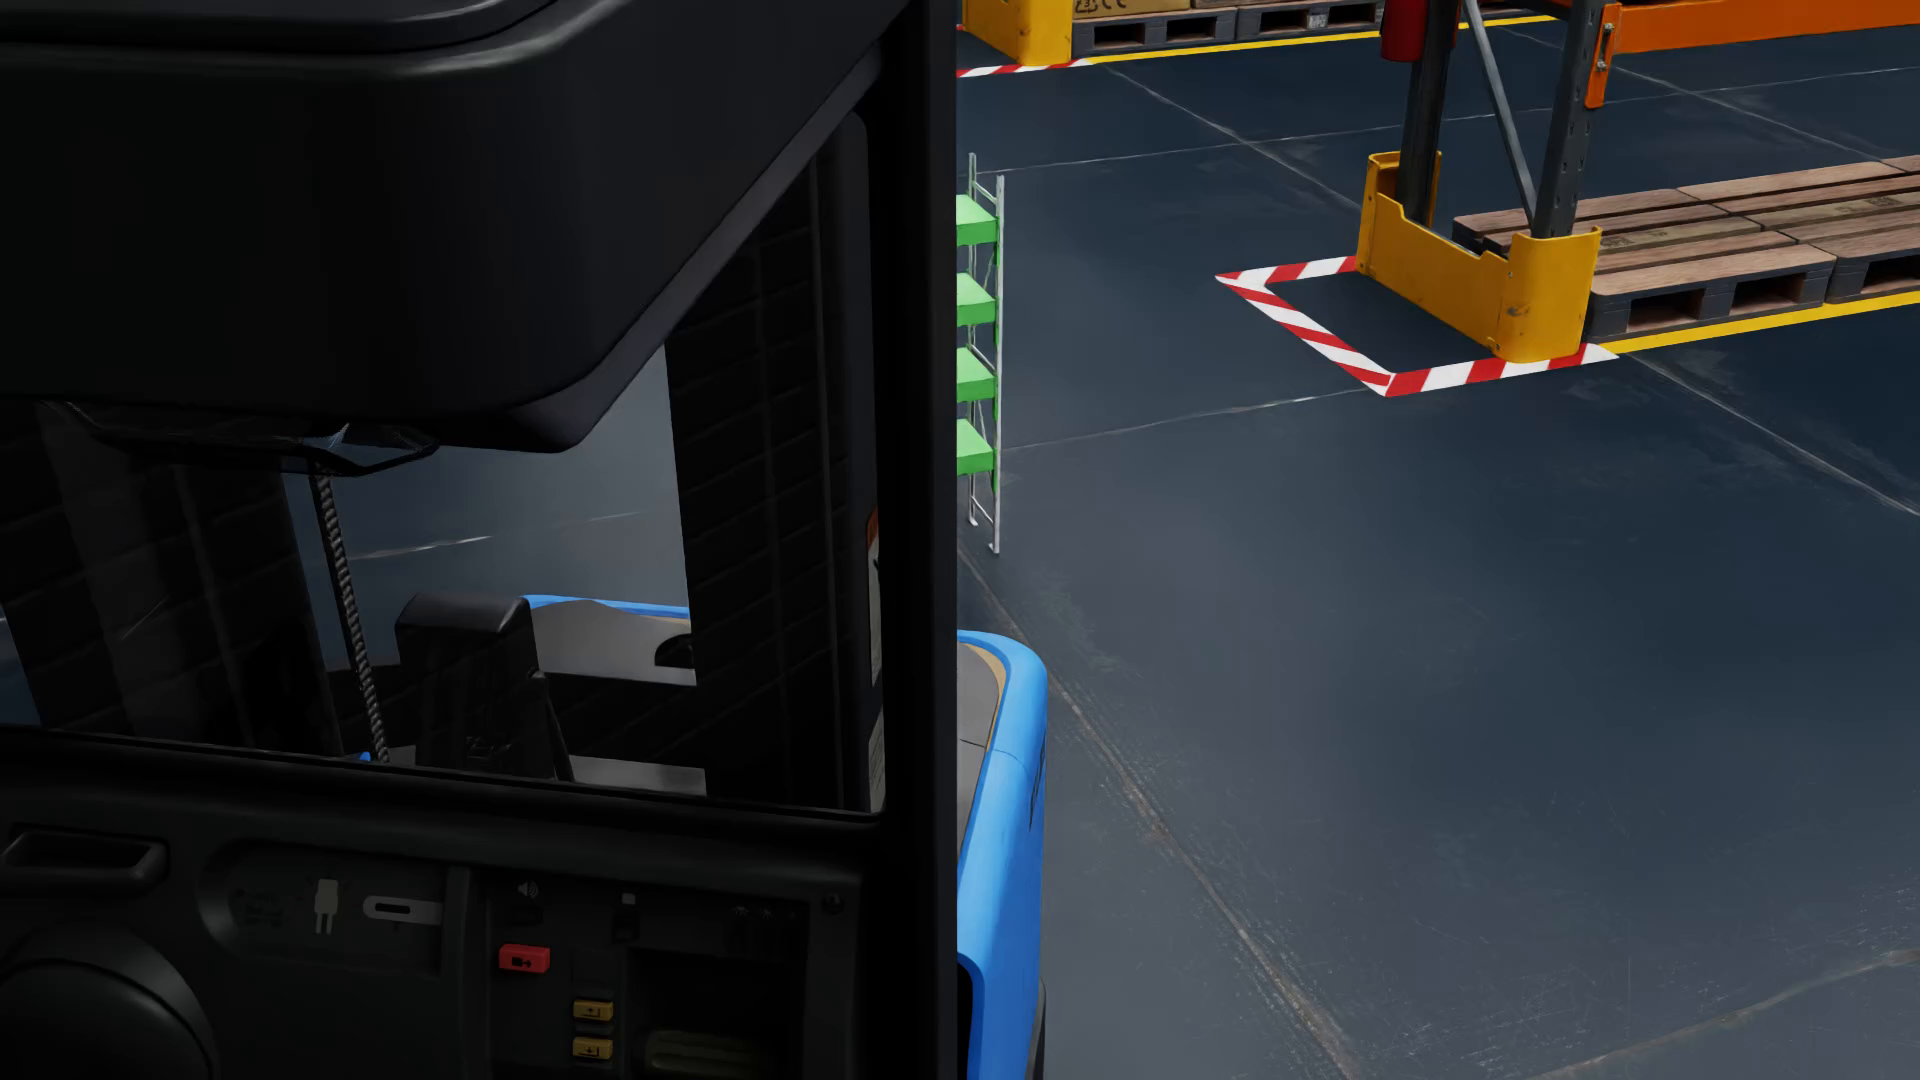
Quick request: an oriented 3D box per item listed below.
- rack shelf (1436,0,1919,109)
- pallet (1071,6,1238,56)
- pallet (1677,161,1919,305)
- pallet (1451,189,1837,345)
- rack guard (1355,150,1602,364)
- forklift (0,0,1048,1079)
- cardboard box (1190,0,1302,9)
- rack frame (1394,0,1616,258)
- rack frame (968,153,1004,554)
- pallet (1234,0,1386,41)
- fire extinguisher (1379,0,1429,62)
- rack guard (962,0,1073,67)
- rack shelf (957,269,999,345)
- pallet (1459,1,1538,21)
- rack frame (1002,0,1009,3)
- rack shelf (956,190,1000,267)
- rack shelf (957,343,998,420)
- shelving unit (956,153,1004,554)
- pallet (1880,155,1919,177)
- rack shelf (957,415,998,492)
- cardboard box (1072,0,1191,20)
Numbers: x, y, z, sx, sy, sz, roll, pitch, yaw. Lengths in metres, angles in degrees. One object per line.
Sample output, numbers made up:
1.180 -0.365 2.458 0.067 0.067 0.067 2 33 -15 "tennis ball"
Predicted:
3.986 -2.321 7.020 4.000 0.370 1.077 -10 31 -18 "rack shelf"
1.106 -3.549 11.266 1.213 0.211 1.003 -10 31 -18 "pallet"
4.039 -1.410 7.511 1.213 0.211 1.003 -10 31 -18 "pallet"
2.898 -1.201 7.145 1.213 0.211 1.003 -10 31 -18 "pallet"
2.093 -1.192 6.837 0.348 0.500 1.175 -10 31 -18 "rack guard"
-0.585 0.500 1.411 1.130 2.935 3.031 5 30 8 "forklift"
1.809 -4.150 11.226 0.875 0.875 0.875 -10 31 -18 "cardboard box"
2.111 -2.288 6.236 0.127 3.000 1.000 -10 31 -18 "rack frame"
0.074 -0.535 4.977 0.015 1.200 0.240 -10 31 -18 "rack frame"
2.248 -3.758 11.632 1.213 0.211 1.003 -10 31 -18 "pallet"
1.811 -2.277 6.672 0.183 0.674 0.296 -10 31 -18 "fire extinguisher"
0.362 -3.496 10.881 0.348 0.500 1.175 -10 31 -18 "rack guard"
-0.155 -0.646 4.816 0.480 0.148 0.258 -10 31 -18 "rack shelf"
3.393 -3.970 12.005 1.213 0.211 1.003 -10 31 -18 "pallet"
0.384 -4.586 10.270 0.127 3.000 1.000 -10 31 -18 "rack frame"
-0.155 -0.854 4.697 0.480 0.148 0.258 -10 31 -18 "rack shelf"
-0.155 -0.437 4.934 0.480 0.148 0.258 -10 31 -18 "rack shelf"
-0.155 -0.493 4.903 0.503 1.200 0.258 -10 31 -18 "shelving unit"
5.184 -1.622 7.884 1.213 0.211 1.003 -10 31 -18 "pallet"
-0.155 -0.229 5.053 0.480 0.148 0.258 -10 31 -18 "rack shelf"
0.956 -3.993 10.951 0.875 0.875 0.875 -10 31 -18 "cardboard box"
